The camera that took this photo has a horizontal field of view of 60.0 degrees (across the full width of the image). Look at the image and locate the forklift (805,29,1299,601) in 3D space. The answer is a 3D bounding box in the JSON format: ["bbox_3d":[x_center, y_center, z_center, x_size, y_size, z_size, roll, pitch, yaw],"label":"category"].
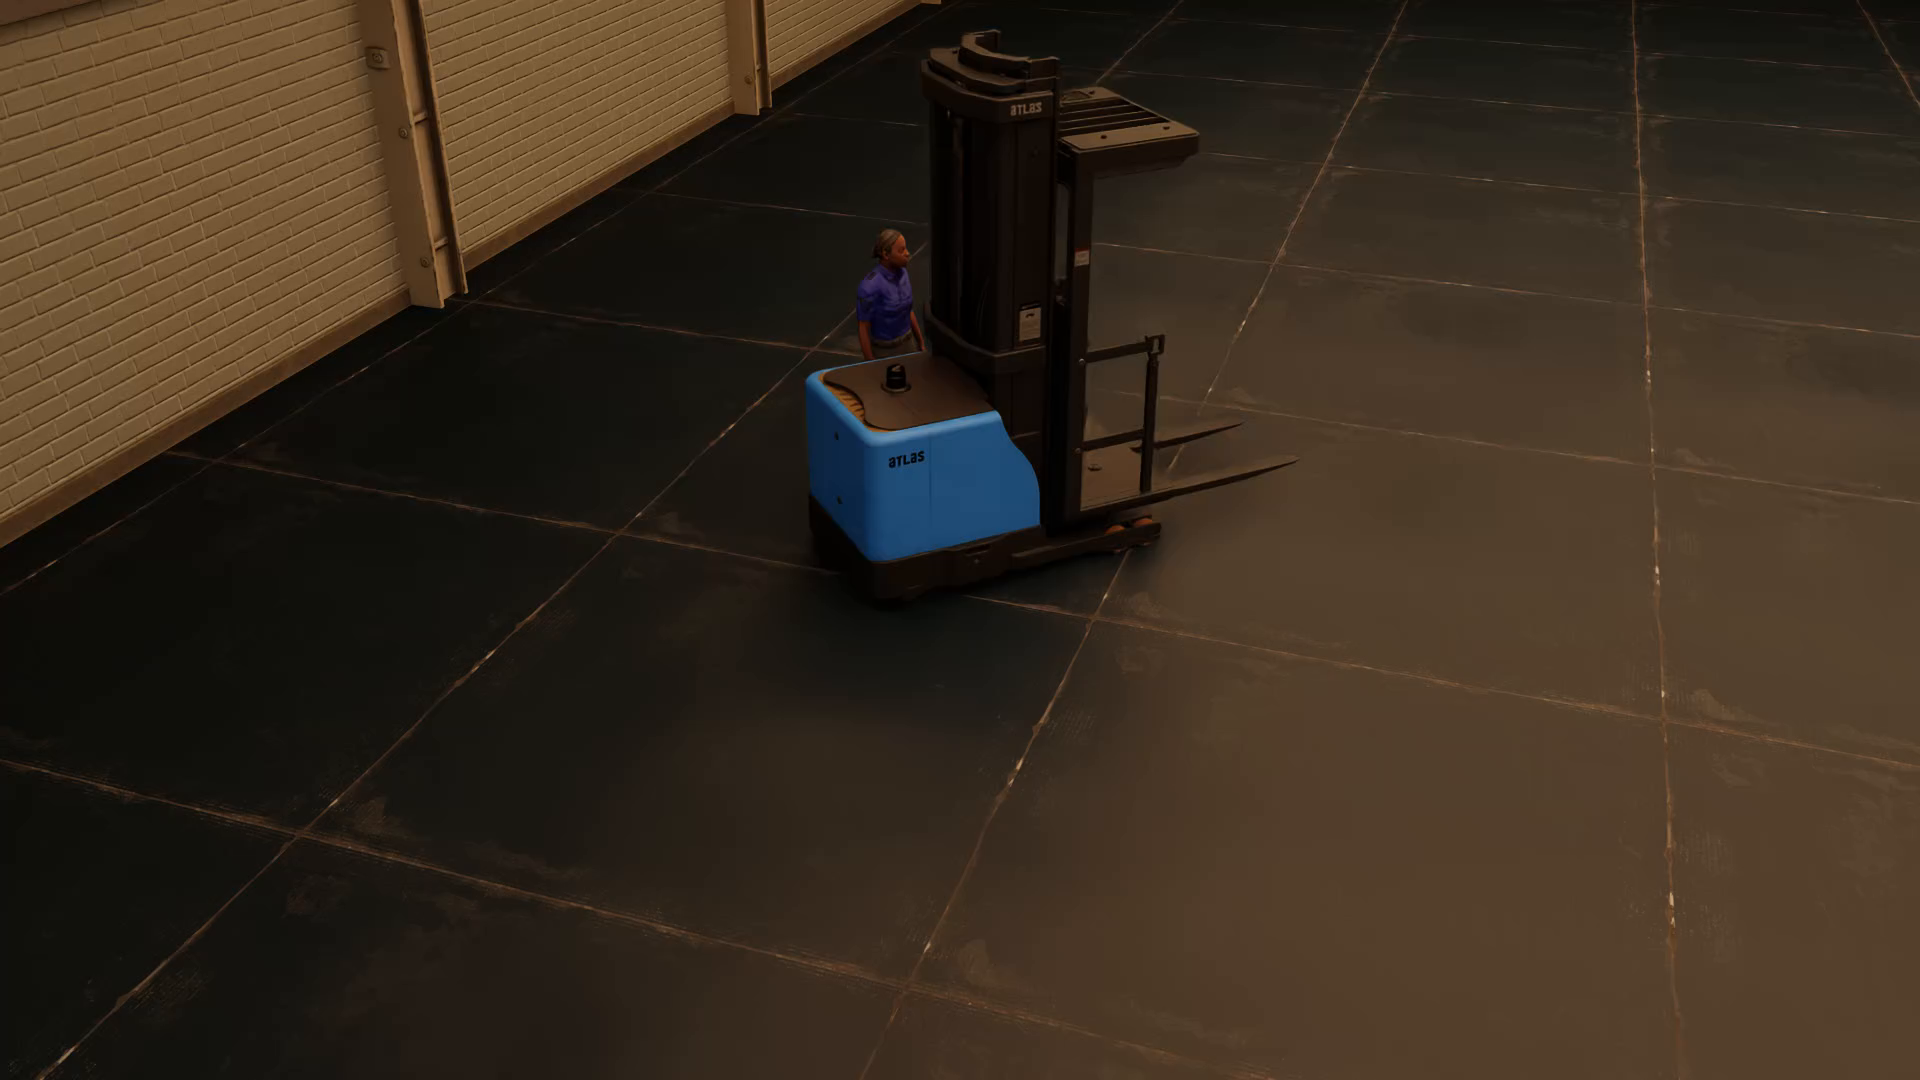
[{"bbox_3d":[0.647,-1.415,9.619,3.031,2.935,1.130,-13,32,-22],"label":"forklift"}]

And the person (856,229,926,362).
[{"bbox_3d":[-0.365,-1.120,10.389,0.448,1.659,0.561,16,34,26],"label":"person"}]
